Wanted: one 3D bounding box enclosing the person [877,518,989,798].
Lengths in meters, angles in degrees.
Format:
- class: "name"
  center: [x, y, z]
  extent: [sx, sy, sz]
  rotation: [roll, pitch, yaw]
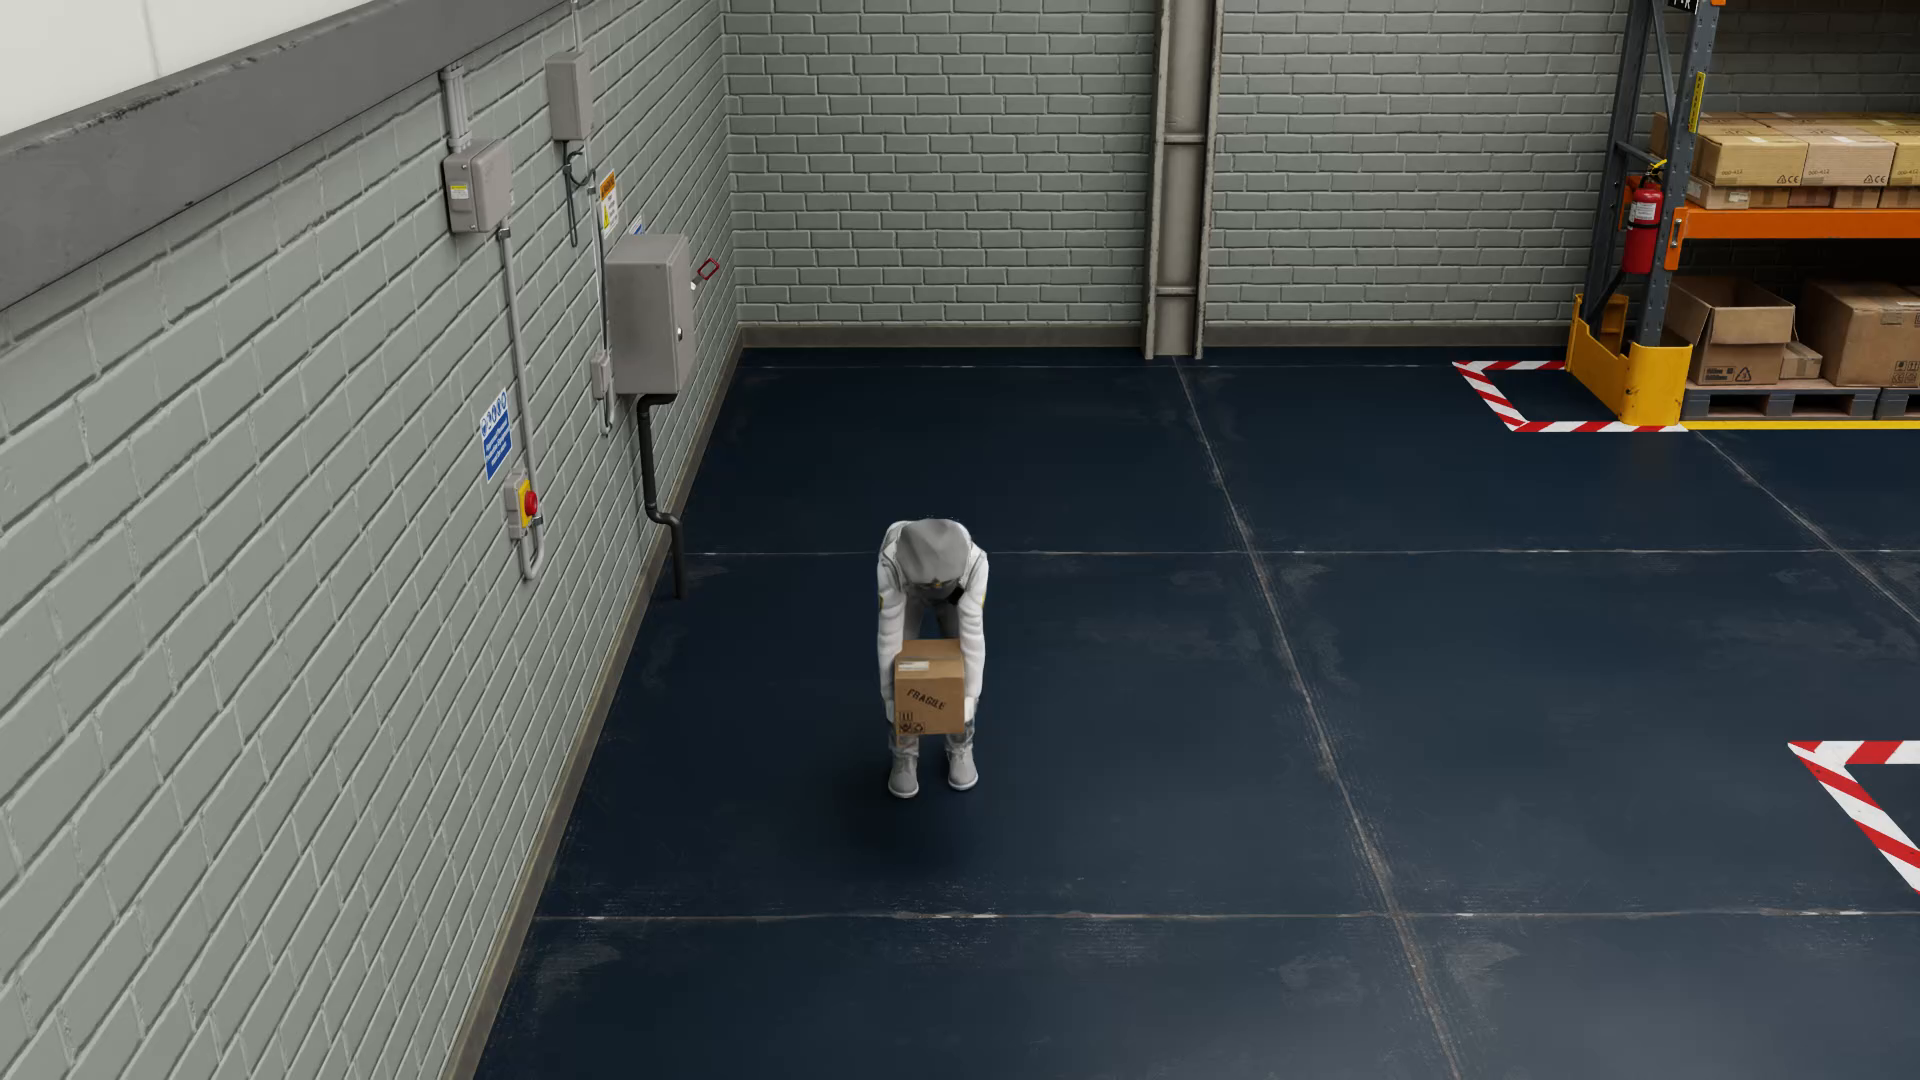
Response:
- class: "person"
  center: [-0.102, 0.418, 6.117]
  extent: [0.402, 1.306, 0.887]
  rotation: [-1, 24, -2]
